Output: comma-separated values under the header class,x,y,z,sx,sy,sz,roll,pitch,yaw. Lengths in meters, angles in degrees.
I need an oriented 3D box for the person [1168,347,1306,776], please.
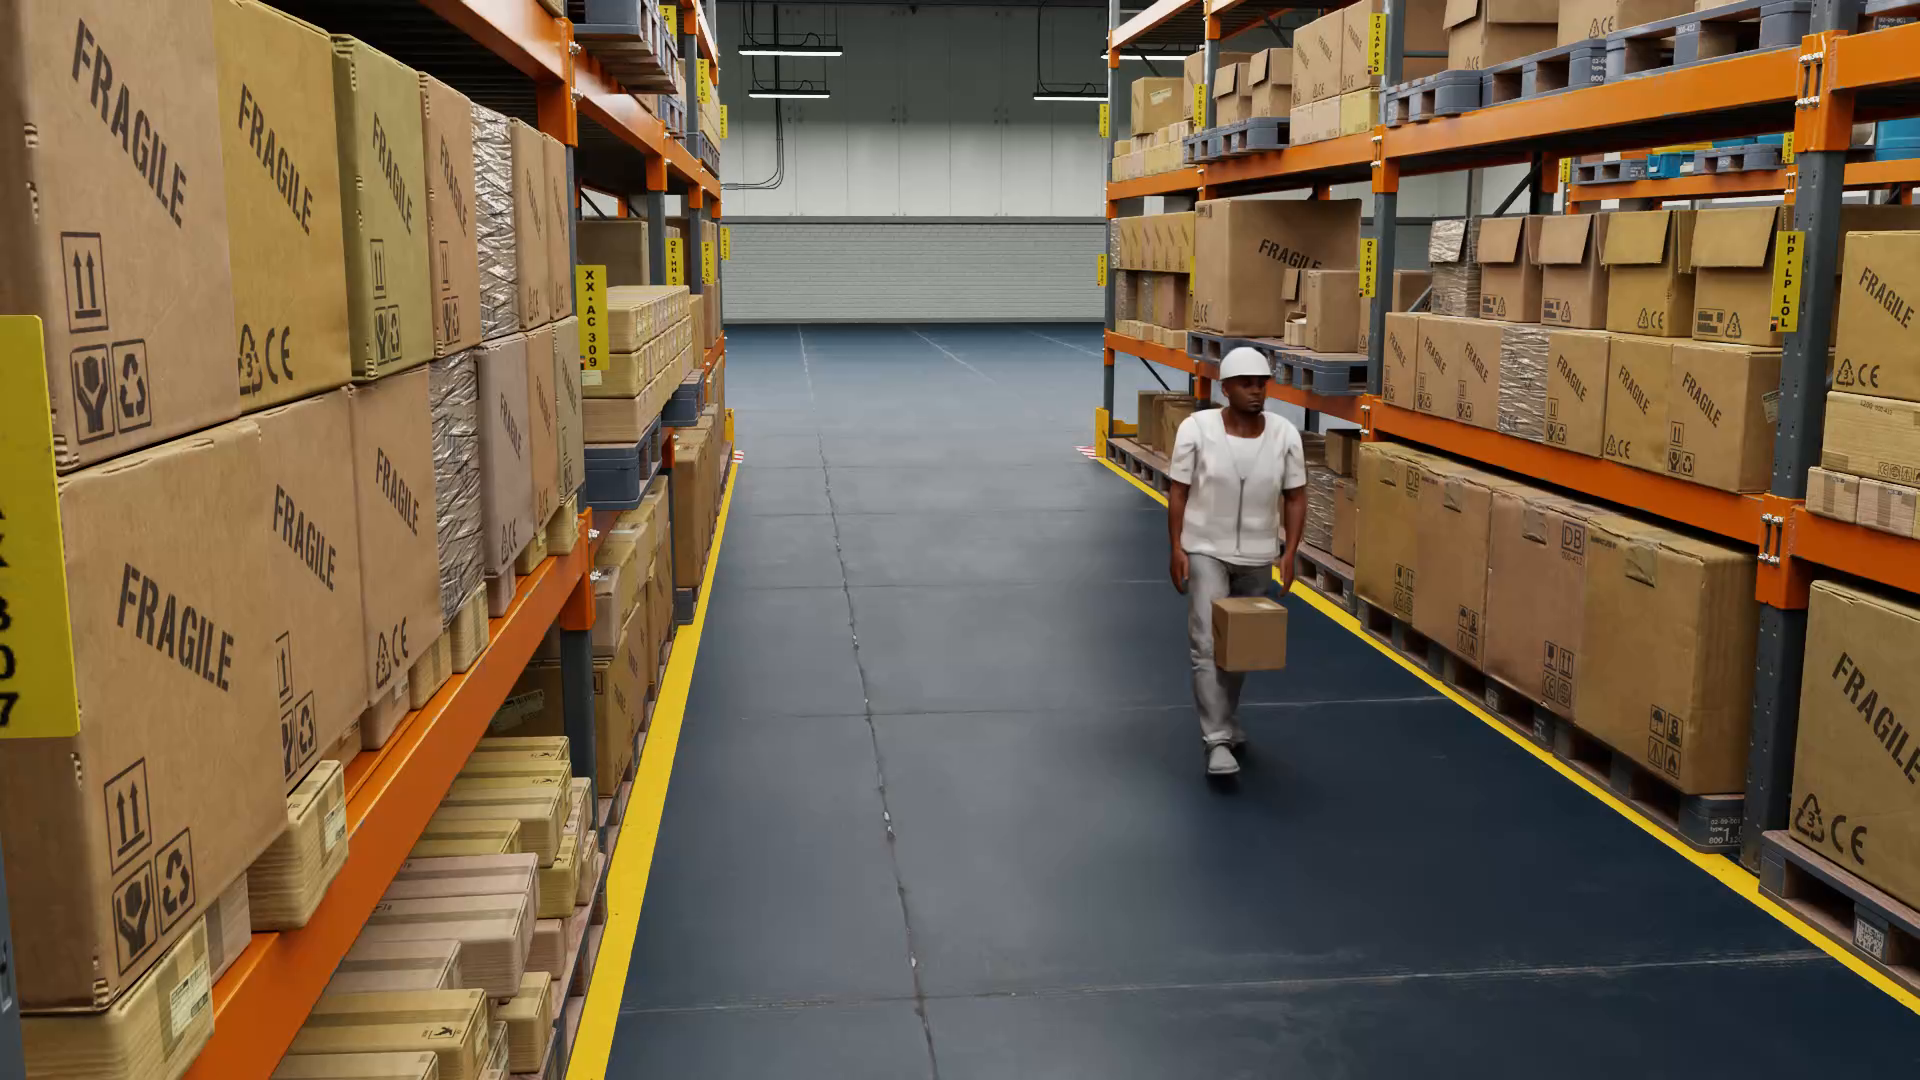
class,x,y,z,sx,sy,sz,roll,pitch,yaw
person,1.172,0.071,6.889,0.572,1.731,0.896,-1,10,-7
